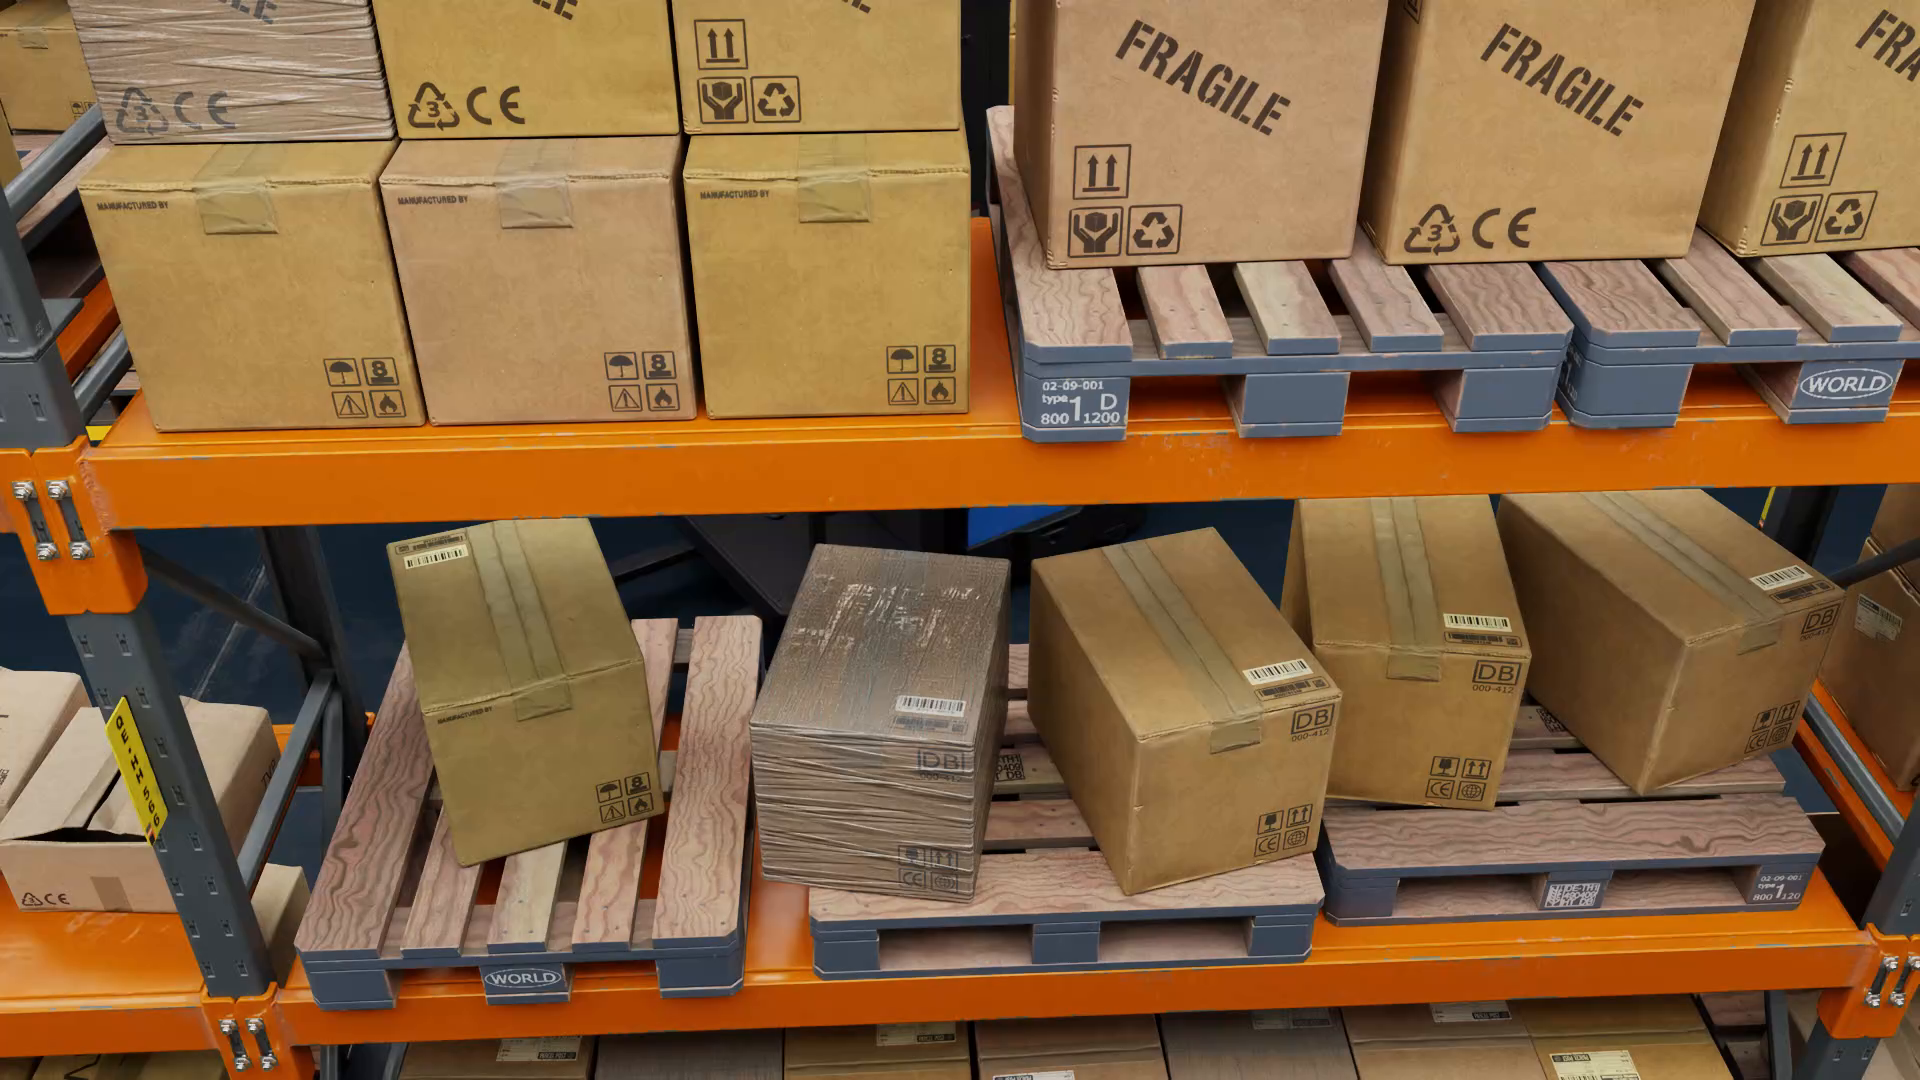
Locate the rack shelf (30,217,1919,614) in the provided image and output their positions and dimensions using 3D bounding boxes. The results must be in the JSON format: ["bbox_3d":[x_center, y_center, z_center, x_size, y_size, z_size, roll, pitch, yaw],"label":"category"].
[{"bbox_3d":[0.283,-0.354,3.621,4.000,0.370,1.077,-2,35,-2],"label":"rack shelf"}]

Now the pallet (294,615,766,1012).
[{"bbox_3d":[-1.041,0.659,4.331,1.003,0.211,1.213,-2,35,-2],"label":"pallet"}]

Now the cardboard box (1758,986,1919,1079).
[{"bbox_3d":[2.710,1.567,4.827,0.500,0.311,0.500,-2,35,-2],"label":"cardboard box"}]

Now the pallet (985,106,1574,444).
[{"bbox_3d":[0.590,-0.619,3.537,1.003,0.211,1.213,-2,35,-2],"label":"pallet"}]

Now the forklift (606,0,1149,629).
[{"bbox_3d":[-0.631,-1.016,6.643,3.031,2.935,1.130,-21,40,-27],"label":"forklift"}]

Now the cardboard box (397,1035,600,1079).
[{"bbox_3d":[-1.247,1.635,4.561,0.500,0.500,0.500,0,35,0],"label":"cardboard box"}]

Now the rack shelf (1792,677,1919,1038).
[{"bbox_3d":[4.278,0.772,4.631,4.000,0.370,1.077,-2,35,-2],"label":"rack shelf"}]

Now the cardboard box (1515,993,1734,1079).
[{"bbox_3d":[1.801,1.553,4.680,0.500,0.500,0.500,-2,35,-2],"label":"cardboard box"}]

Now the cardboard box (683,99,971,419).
[{"bbox_3d":[-0.252,-0.695,3.395,0.500,0.500,0.910,-2,35,-2],"label":"cardboard box"}]

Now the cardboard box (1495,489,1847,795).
[{"bbox_3d":[1.797,0.202,4.365,0.500,0.500,0.700,-13,37,-18],"label":"cardboard box"}]

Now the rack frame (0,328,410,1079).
[{"bbox_3d":[-1.715,0.638,4.192,0.127,3.000,1.000,-2,35,-2],"label":"rack frame"}]

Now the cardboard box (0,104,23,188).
[{"bbox_3d":[-2.165,-0.662,3.198,0.500,0.250,0.500,-4,35,-6],"label":"cardboard box"}]

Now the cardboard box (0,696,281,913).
[{"bbox_3d":[-2.080,0.660,4.239,0.500,0.311,0.500,1,35,1],"label":"cardboard box"}]

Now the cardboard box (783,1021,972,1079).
[{"bbox_3d":[-0.223,1.607,4.602,0.500,0.500,0.500,-2,35,-3],"label":"cardboard box"}]

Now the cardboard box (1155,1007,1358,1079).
[{"bbox_3d":[0.806,1.575,4.648,0.500,0.500,0.500,-1,35,-2],"label":"cardboard box"}]

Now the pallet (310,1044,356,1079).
[{"bbox_3d":[-2.539,1.785,4.986,1.213,0.211,1.003,-2,35,-2],"label":"pallet"}]

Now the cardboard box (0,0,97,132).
[{"bbox_3d":[-4.224,-2.333,8.011,0.500,0.500,0.700,3,35,4],"label":"cardboard box"}]

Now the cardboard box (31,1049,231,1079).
[{"bbox_3d":[-2.226,1.519,4.473,0.500,0.311,0.500,-1,35,-1],"label":"cardboard box"}]

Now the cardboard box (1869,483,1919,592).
[{"bbox_3d":[2.774,-0.083,4.267,0.500,0.500,0.500,-1,35,-2],"label":"cardboard box"}]

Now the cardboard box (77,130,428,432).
[{"bbox_3d":[-1.281,-0.667,3.355,0.500,0.500,0.910,-2,35,-2],"label":"cardboard box"}]

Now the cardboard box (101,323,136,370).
[{"bbox_3d":[-4.189,-1.286,8.782,0.500,0.500,0.700,-1,35,-2],"label":"cardboard box"}]

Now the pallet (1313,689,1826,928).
[{"bbox_3d":[1.477,0.569,4.461,1.213,0.211,1.003,-2,35,-2],"label":"pallet"}]

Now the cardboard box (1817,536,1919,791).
[{"bbox_3d":[2.768,0.330,4.550,0.500,0.500,0.500,-1,35,-1],"label":"cardboard box"}]

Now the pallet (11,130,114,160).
[{"bbox_3d":[-3.928,-2.022,8.205,1.213,0.211,1.003,-2,35,-2],"label":"pallet"}]

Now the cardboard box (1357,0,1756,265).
[{"bbox_3d":[1.108,-0.955,3.314,0.600,0.600,0.600,-2,35,-3],"label":"cardboard box"}]

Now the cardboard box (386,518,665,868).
[{"bbox_3d":[-1.091,0.343,4.161,0.500,0.500,0.700,-13,37,-18],"label":"cardboard box"}]

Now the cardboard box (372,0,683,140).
[{"bbox_3d":[-0.769,-1.070,3.057,0.500,0.500,0.500,-2,35,-2],"label":"cardboard box"}]

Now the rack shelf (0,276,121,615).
[{"bbox_3d":[-3.713,-0.246,3.466,4.000,0.370,1.077,-2,35,-2],"label":"rack shelf"}]

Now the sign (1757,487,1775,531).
[{"bbox_3d":[2.247,-0.134,4.547,0.005,0.325,0.100,-2,35,-2],"label":"sign"}]

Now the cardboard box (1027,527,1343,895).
[{"bbox_3d":[0.519,0.399,4.081,0.500,0.500,0.700,-10,36,-14],"label":"cardboard box"}]

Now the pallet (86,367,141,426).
[{"bbox_3d":[-3.949,-0.980,8.980,1.213,0.211,1.003,-2,35,-2],"label":"pallet"}]

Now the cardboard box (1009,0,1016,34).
[{"bbox_3d":[0.058,-2.571,7.804,0.500,0.250,0.500,-2,35,-3],"label":"cardboard box"}]
